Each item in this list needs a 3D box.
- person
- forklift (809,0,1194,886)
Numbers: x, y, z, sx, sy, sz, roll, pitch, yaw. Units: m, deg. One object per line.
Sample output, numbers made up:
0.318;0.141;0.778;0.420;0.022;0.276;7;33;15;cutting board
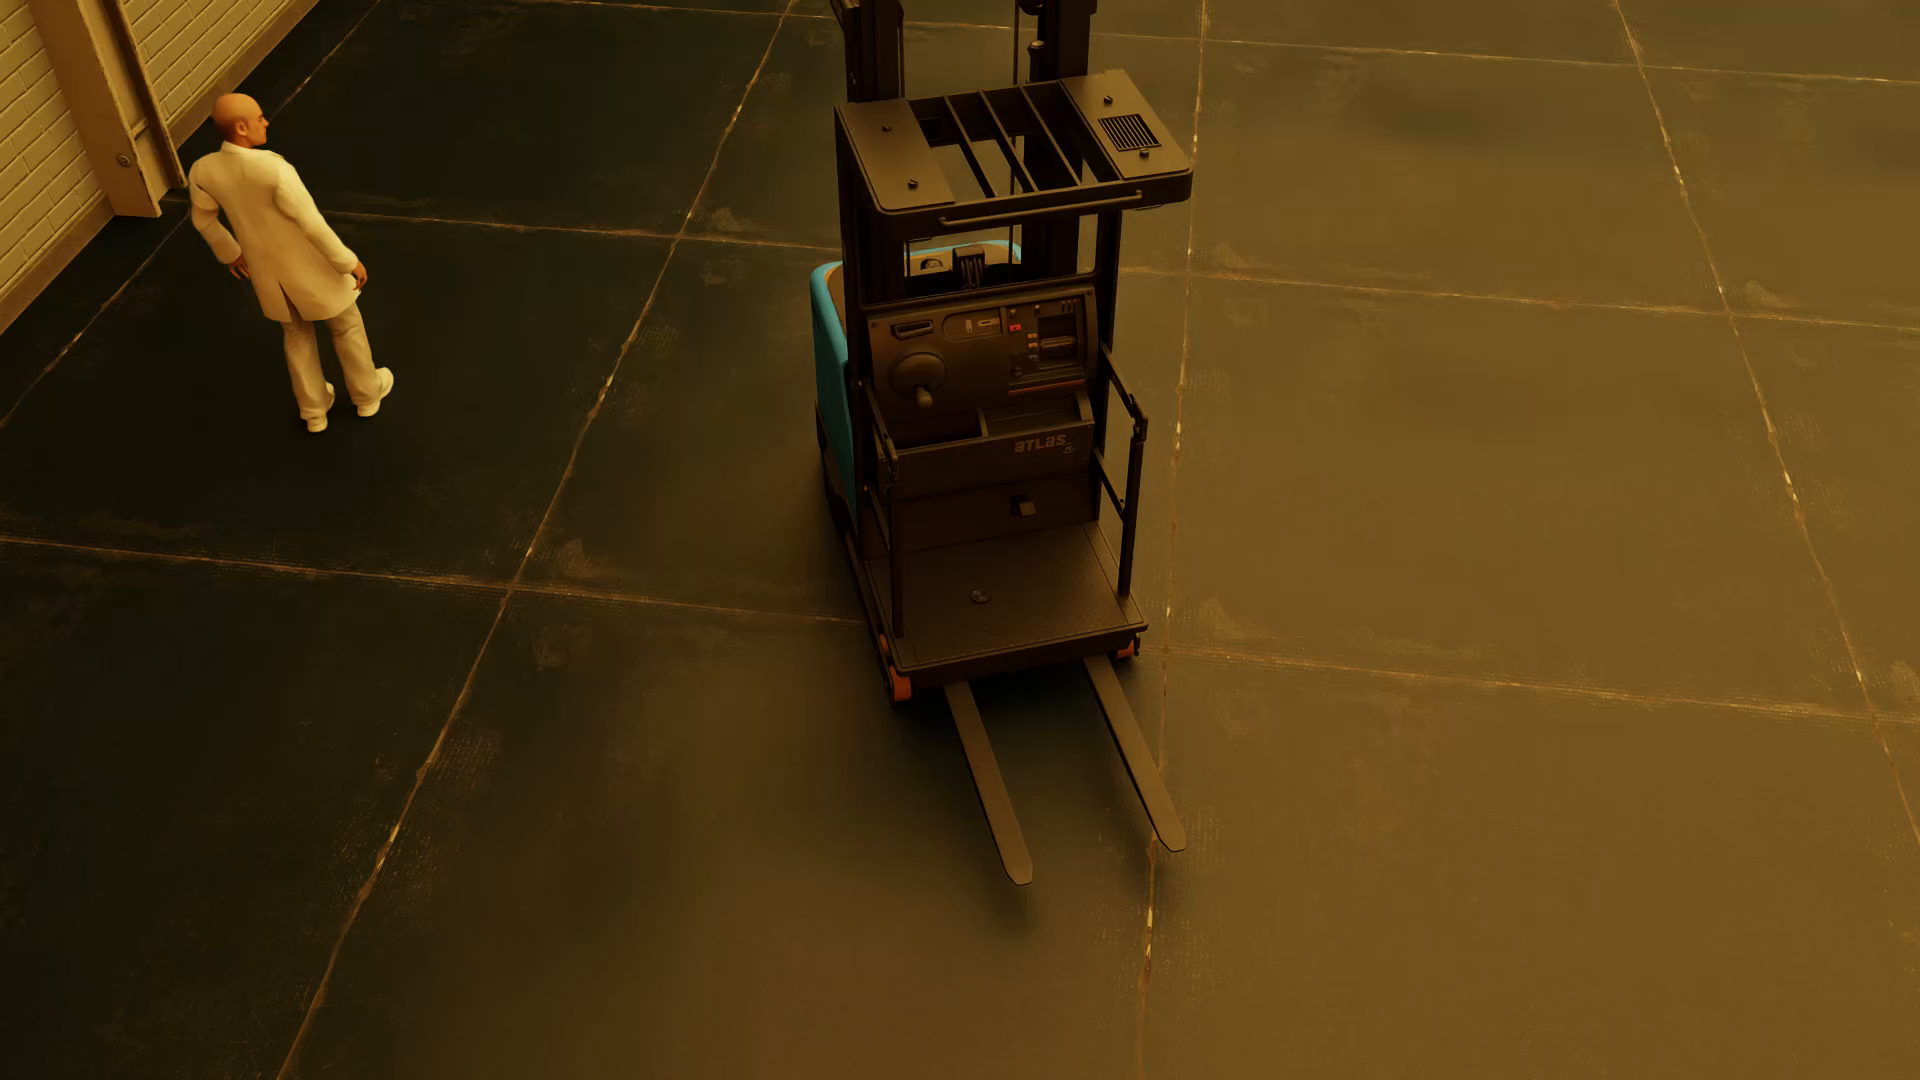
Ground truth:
-3.220;-1.363;8.067;0.766;1.770;0.528;5;43;6;person
0.153;-0.681;6.465;1.130;2.935;3.031;-10;44;-11;forklift
